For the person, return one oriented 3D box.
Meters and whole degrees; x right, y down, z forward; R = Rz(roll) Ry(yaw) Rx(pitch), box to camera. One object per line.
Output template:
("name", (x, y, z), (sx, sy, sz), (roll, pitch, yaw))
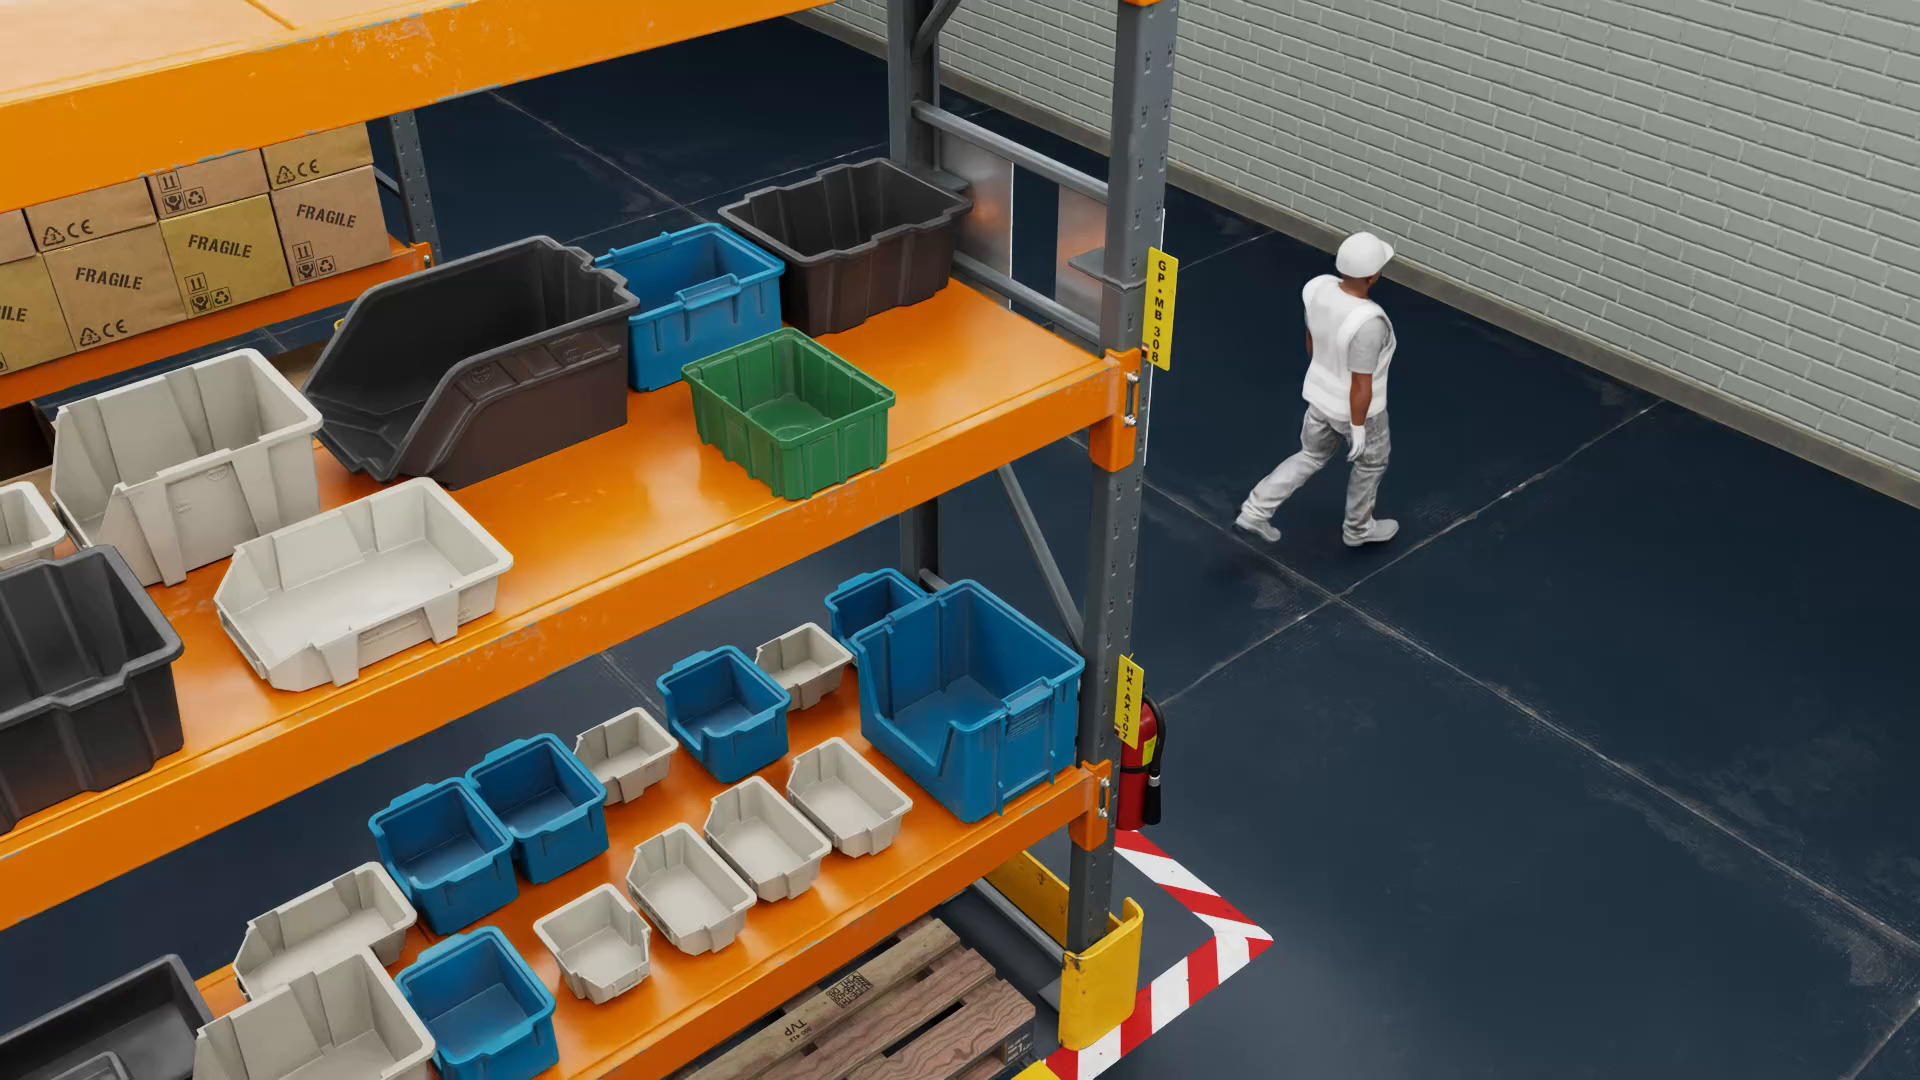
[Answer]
("person", (1.815, -0.682, 8.003), (0.902, 1.758, 0.569), (-16, 39, -21))
